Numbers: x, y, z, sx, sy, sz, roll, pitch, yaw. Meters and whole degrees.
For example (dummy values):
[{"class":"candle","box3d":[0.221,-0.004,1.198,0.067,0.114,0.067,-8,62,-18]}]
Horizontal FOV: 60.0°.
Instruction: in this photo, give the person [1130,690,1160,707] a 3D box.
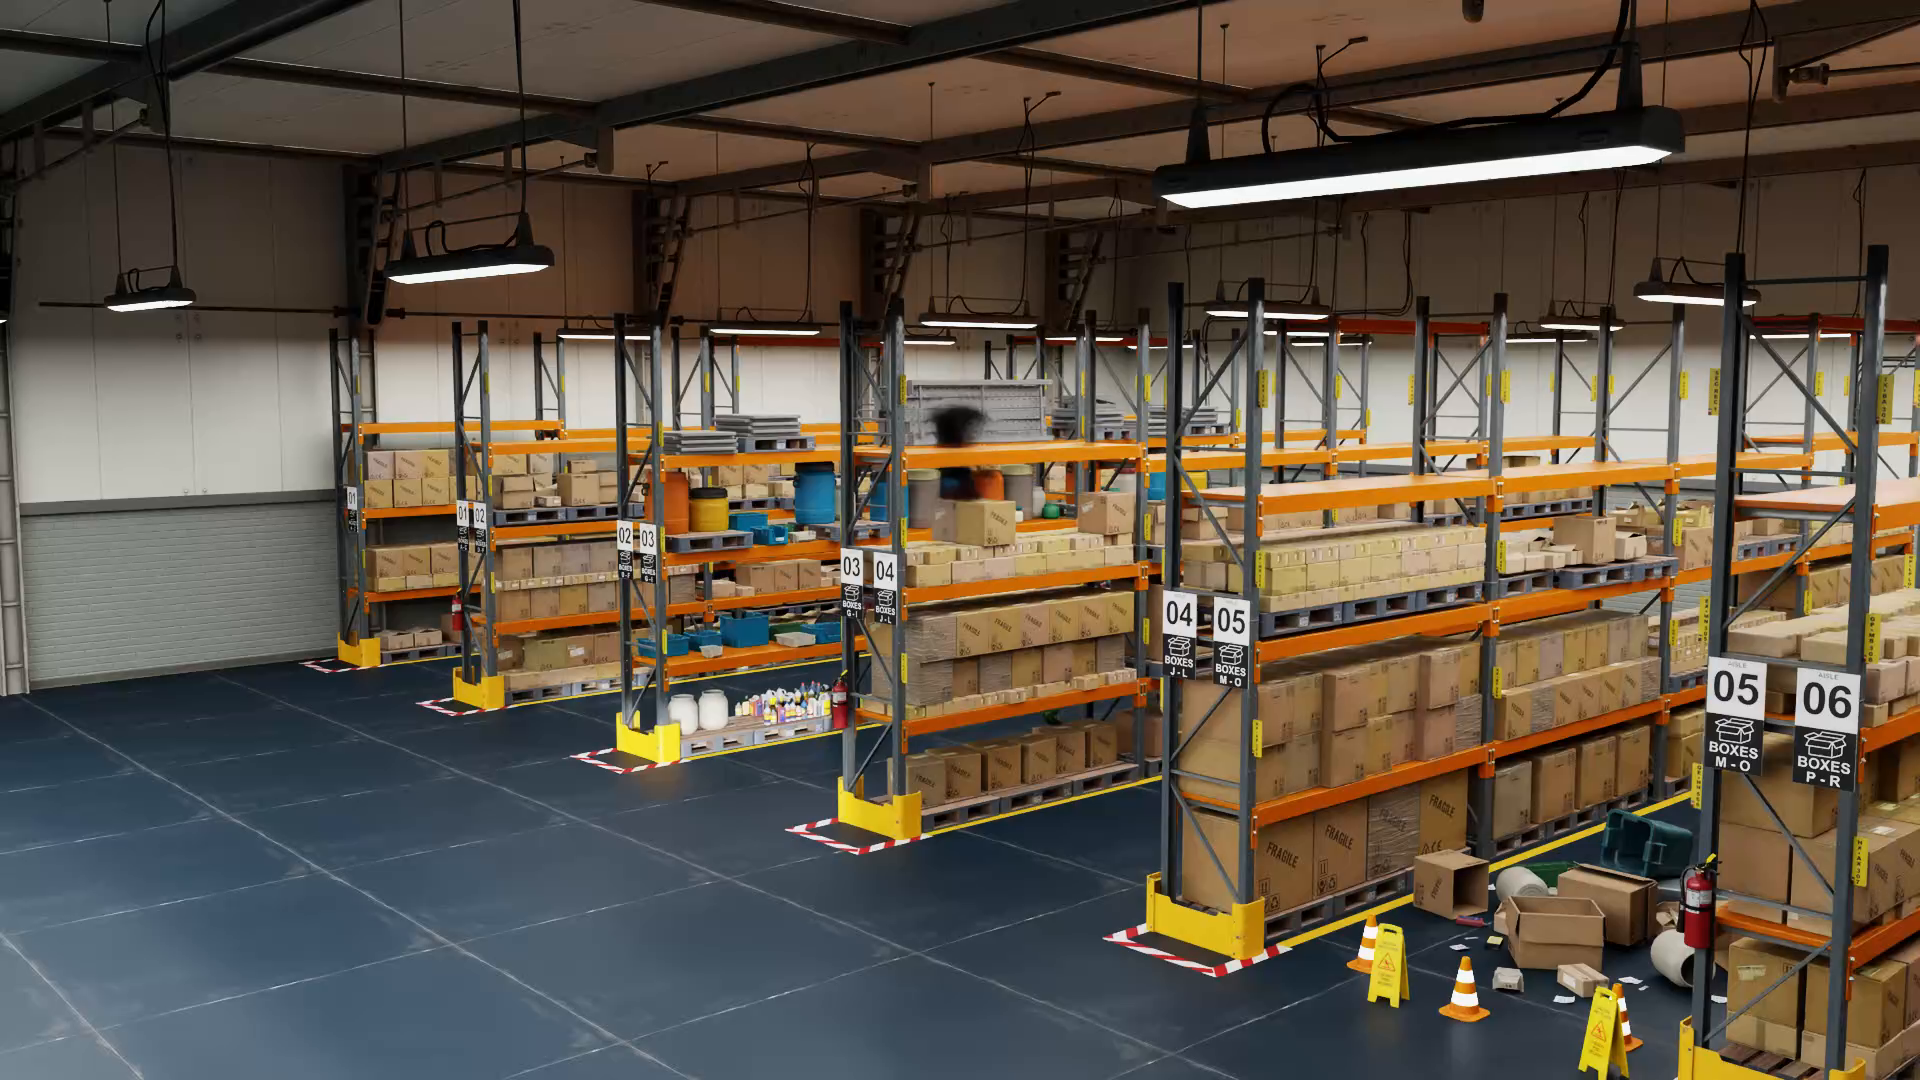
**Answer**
[{"class":"person","box3d":[2.811,1.878,24.469,0.878,1.806,0.711,-4,7,-35]}]

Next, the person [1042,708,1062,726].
[{"class":"person","box3d":[1.228,2.068,22.834,0.696,1.682,0.901,5,8,42]}]
